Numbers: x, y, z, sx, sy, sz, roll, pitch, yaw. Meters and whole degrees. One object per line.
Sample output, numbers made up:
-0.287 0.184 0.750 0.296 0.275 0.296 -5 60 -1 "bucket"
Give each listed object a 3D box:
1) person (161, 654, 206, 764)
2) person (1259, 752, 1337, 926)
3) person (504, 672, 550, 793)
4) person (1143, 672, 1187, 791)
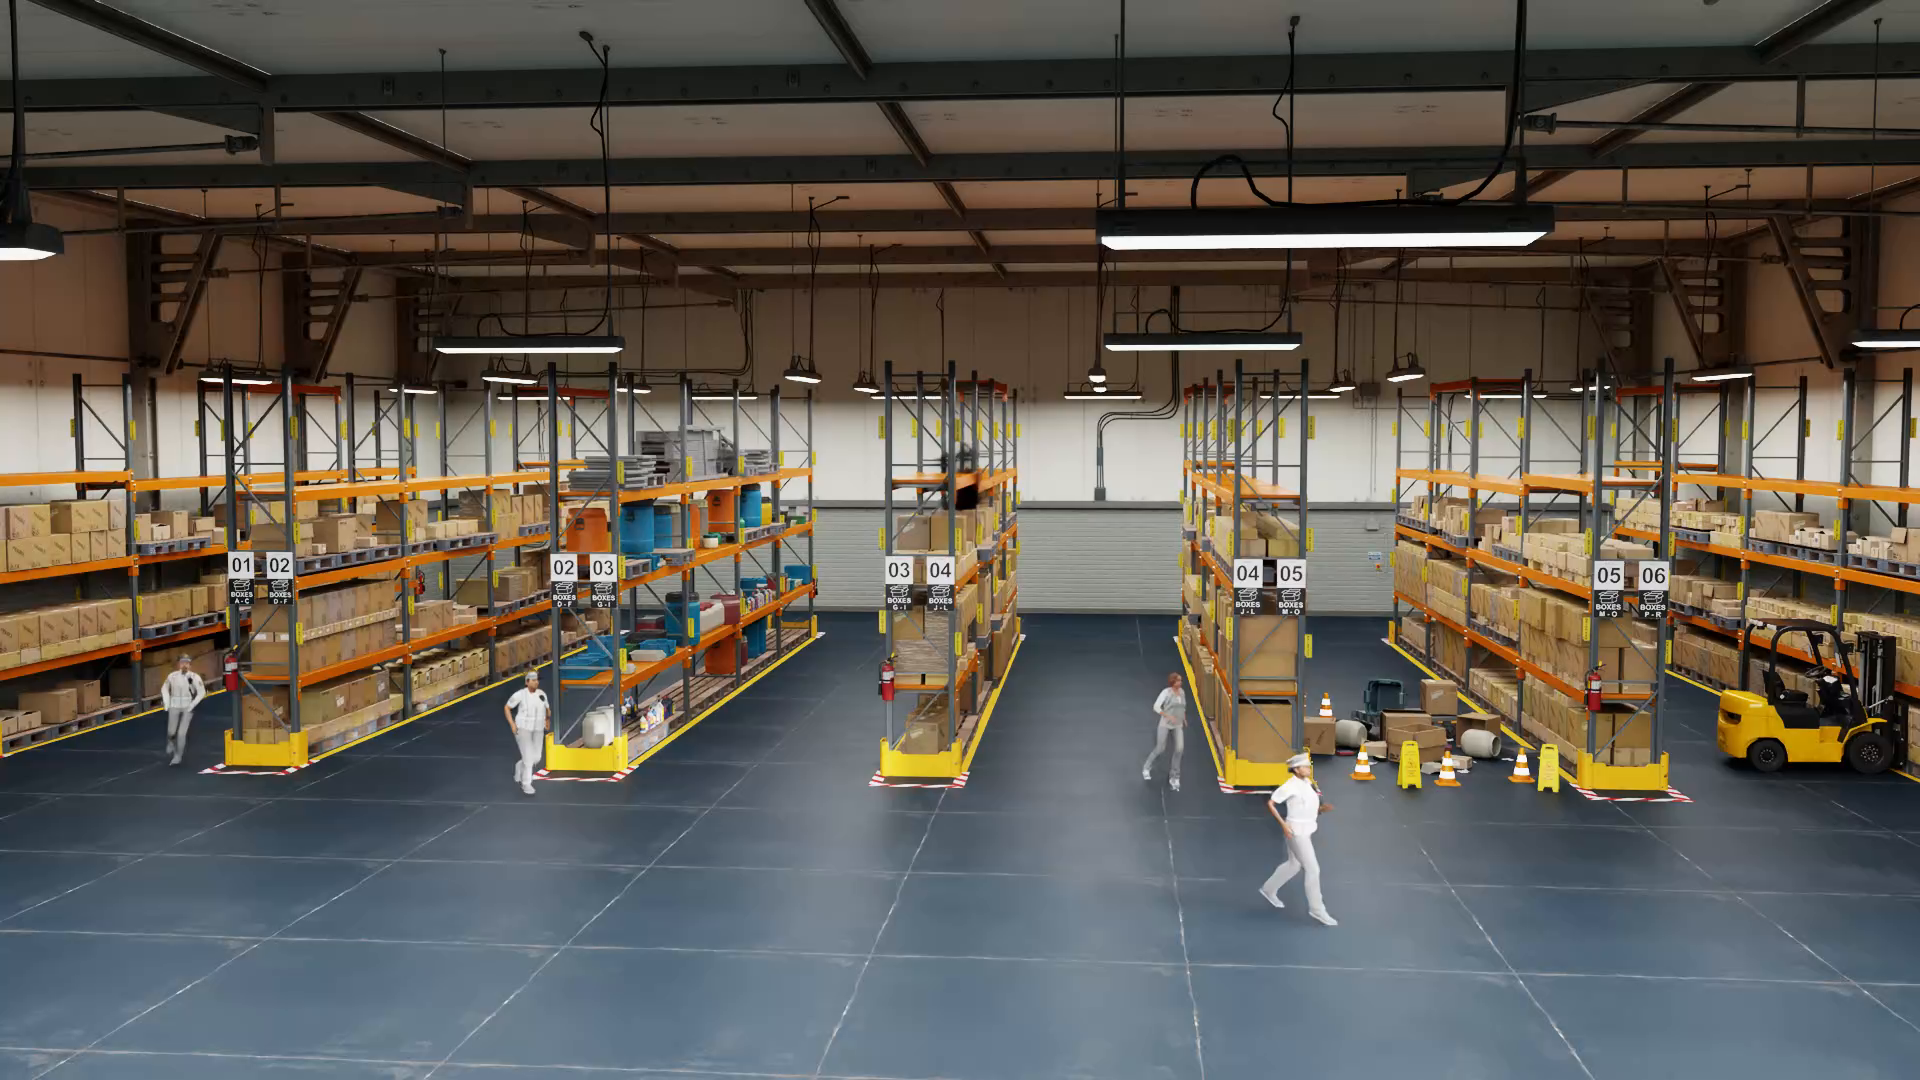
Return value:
-11.741 2.547 25.161 0.628 1.673 0.544 -1 4 -19 "person"
3.477 3.020 17.014 0.855 1.721 0.562 2 4 32 "person"
-6.014 2.673 23.260 0.647 1.646 0.674 -3 5 -39 "person"
2.988 2.673 23.483 0.611 1.588 0.783 -2 4 -24 "person"
